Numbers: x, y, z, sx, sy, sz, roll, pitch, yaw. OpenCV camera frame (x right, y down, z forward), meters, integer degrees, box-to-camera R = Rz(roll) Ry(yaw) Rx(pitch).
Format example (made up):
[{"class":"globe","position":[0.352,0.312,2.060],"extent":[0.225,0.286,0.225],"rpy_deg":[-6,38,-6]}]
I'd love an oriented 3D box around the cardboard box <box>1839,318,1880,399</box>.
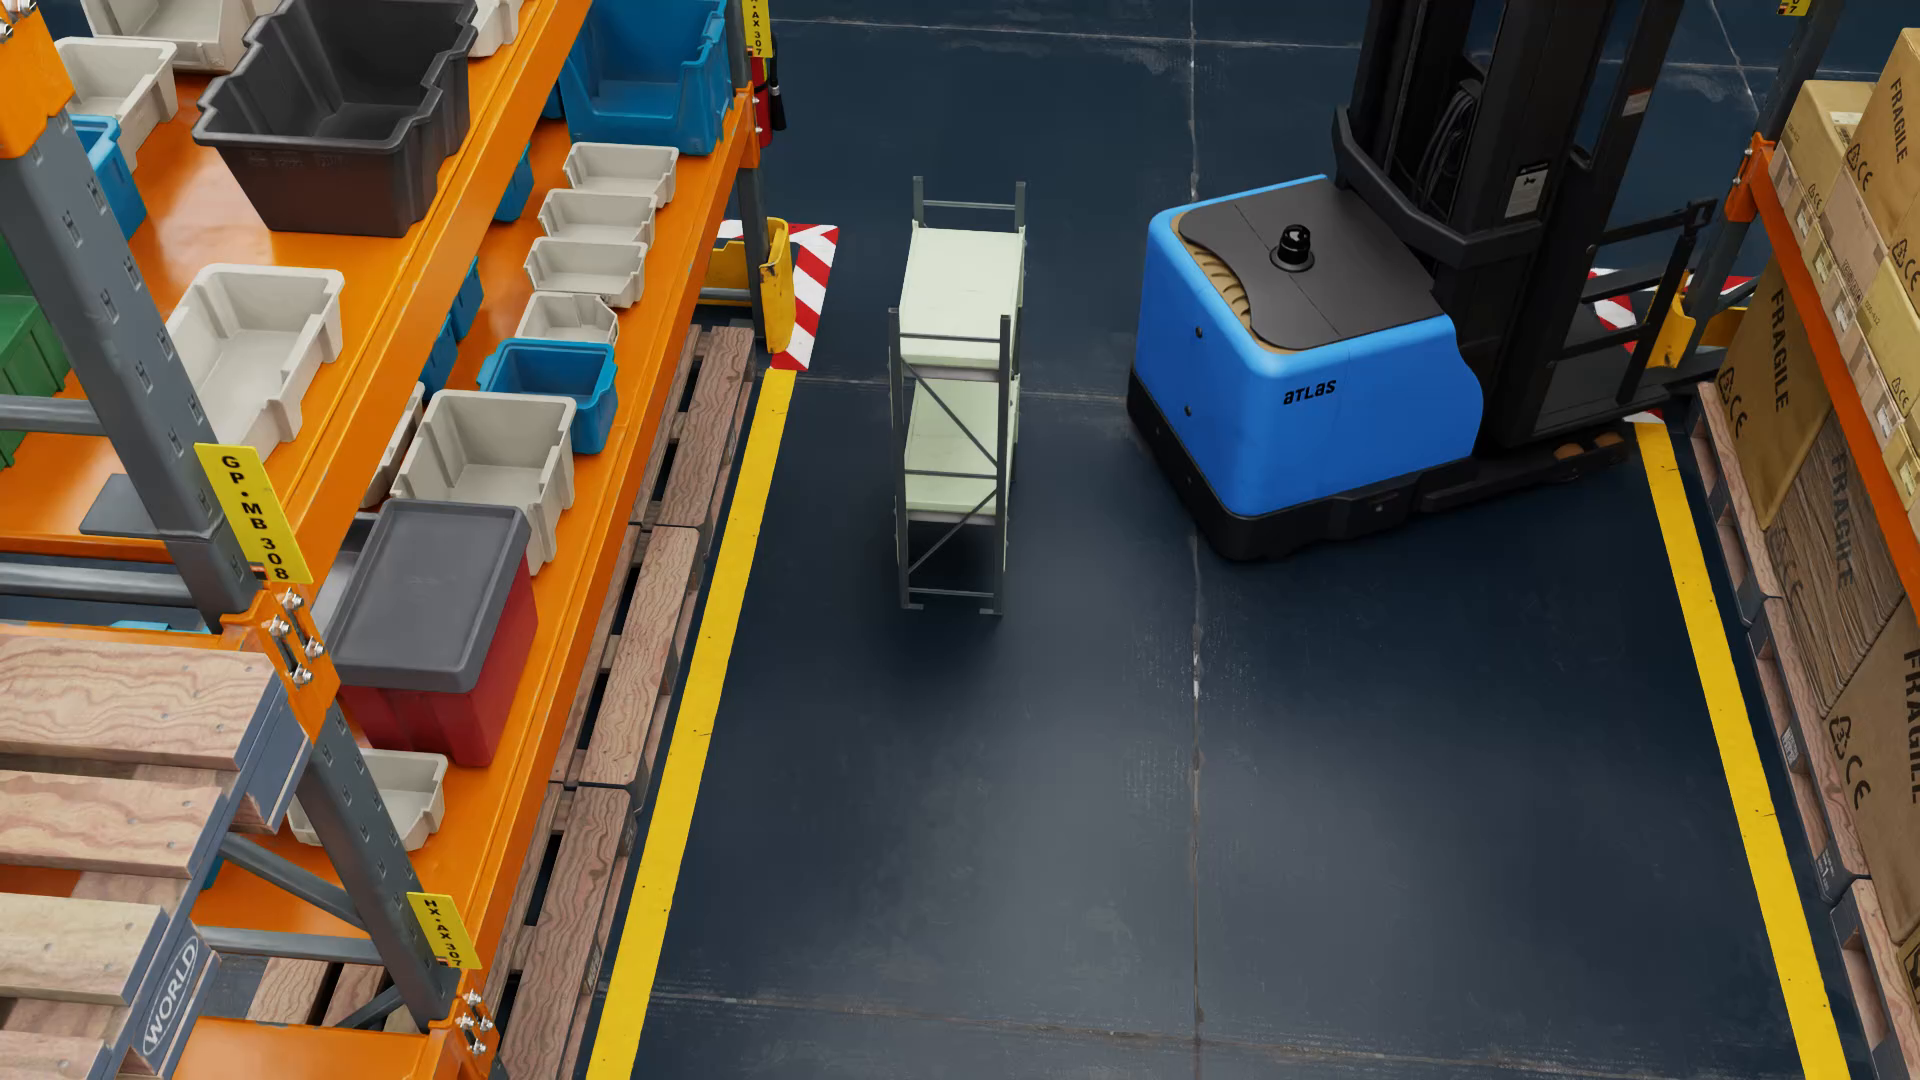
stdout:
[{"class":"cardboard box","position":[3.136,-0.589,5.452],"extent":[0.380,0.149,0.250],"rpy_deg":[3,48,3]}]

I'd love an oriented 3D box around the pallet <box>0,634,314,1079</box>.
[{"class":"pallet","position":[-1.682,0.572,2.315],"extent":[1.213,0.211,1.003],"rpy_deg":[4,48,4]}]

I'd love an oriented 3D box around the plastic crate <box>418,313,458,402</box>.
[{"class":"plastic crate","position":[-1.841,-0.617,5.381],"extent":[0.416,0.233,0.300],"rpy_deg":[4,48,4]}]

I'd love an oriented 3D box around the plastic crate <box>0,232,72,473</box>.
[{"class":"plastic crate","position":[-1.970,-0.334,3.160],"extent":[0.450,0.188,0.662],"rpy_deg":[4,48,4]}]

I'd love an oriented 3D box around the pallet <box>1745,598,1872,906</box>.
[{"class":"pallet","position":[3.480,0.760,5.938],"extent":[1.003,0.211,1.213],"rpy_deg":[4,48,4]}]

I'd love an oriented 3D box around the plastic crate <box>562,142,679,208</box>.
[{"class":"plastic crate","position":[-1.237,-1.321,6.089],"extent":[0.396,0.136,0.243],"rpy_deg":[4,48,4]}]

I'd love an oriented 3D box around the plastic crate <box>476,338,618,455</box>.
[{"class":"plastic crate","position":[-1.275,-0.438,5.217],"extent":[0.416,0.233,0.300],"rpy_deg":[4,48,4]}]

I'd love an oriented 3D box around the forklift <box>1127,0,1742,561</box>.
[{"class":"forklift","position":[2.294,-1.587,6.241],"extent":[3.031,2.935,1.130],"rpy_deg":[-15,49,-14]}]

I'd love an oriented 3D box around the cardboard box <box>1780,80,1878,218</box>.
[{"class":"cardboard box","position":[3.276,-1.383,5.908],"extent":[0.500,0.250,0.500],"rpy_deg":[3,48,2]}]

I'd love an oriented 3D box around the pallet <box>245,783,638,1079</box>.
[{"class":"pallet","position":[-1.679,1.336,5.411],"extent":[1.003,0.211,1.213],"rpy_deg":[4,48,4]}]

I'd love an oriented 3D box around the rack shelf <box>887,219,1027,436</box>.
[{"class":"rack shelf","position":[-0.001,-0.765,5.930],"extent":[0.431,0.370,0.720],"rpy_deg":[4,48,4]}]

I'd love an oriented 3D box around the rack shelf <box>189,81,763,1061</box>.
[{"class":"rack shelf","position":[-1.526,-0.289,5.495],"extent":[1.077,0.370,4.000],"rpy_deg":[4,48,4]}]

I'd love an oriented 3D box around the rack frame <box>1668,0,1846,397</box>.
[{"class":"rack frame","position":[3.589,-1.668,6.269],"extent":[1.000,3.000,0.127],"rpy_deg":[4,48,4]}]

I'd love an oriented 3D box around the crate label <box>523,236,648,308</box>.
[{"class":"crate label","position":[-1.279,-0.903,5.707],"extent":[0.396,0.136,0.243],"rpy_deg":[4,48,4]}]

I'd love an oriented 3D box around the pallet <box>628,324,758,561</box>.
[{"class":"pallet","position":[-1.457,-0.457,7.050],"extent":[1.003,0.211,1.213],"rpy_deg":[4,48,4]}]

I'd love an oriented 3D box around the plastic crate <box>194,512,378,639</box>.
[{"class":"plastic crate","position":[-1.873,0.170,4.733],"extent":[0.437,0.125,0.590],"rpy_deg":[4,48,4]}]

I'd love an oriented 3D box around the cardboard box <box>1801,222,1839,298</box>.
[{"class":"cardboard box","position":[3.183,-0.968,5.799],"extent":[0.380,0.149,0.250],"rpy_deg":[3,48,3]}]

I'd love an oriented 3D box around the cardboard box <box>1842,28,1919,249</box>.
[{"class":"cardboard box","position":[3.231,-1.269,5.296],"extent":[0.500,0.500,0.500],"rpy_deg":[3,48,3]}]

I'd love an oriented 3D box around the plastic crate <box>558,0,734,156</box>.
[{"class":"plastic crate","position":[-1.188,-1.775,6.302],"extent":[0.616,0.435,0.499],"rpy_deg":[4,48,4]}]

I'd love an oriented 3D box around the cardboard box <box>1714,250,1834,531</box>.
[{"class":"cardboard box","position":[3.610,-0.617,6.463],"extent":[0.875,0.875,0.875],"rpy_deg":[4,48,4]}]

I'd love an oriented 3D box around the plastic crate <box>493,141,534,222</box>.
[{"class":"plastic crate","position":[-1.754,-1.322,6.025],"extent":[0.416,0.233,0.300],"rpy_deg":[4,48,4]}]

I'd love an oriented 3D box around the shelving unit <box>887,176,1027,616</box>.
[{"class":"shelving unit","position":[-0.001,-0.501,6.218],"extent":[0.431,1.500,0.755],"rpy_deg":[4,48,4]}]

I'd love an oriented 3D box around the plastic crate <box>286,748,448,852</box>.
[{"class":"plastic crate","position":[-1.523,0.675,4.264],"extent":[0.396,0.136,0.243],"rpy_deg":[4,48,4]}]

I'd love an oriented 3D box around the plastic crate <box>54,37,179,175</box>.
[{"class":"plastic crate","position":[-1.971,-0.945,3.754],"extent":[0.293,0.136,0.466],"rpy_deg":[4,48,4]}]

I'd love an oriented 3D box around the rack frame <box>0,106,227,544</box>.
[{"class":"rack frame","position":[-1.708,-1.086,1.671],"extent":[1.000,3.000,0.127],"rpy_deg":[4,48,4]}]

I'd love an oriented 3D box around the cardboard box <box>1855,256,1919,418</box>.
[{"class":"cardboard box","position":[3.186,-0.632,5.221],"extent":[0.500,0.250,0.500],"rpy_deg":[2,48,2]}]

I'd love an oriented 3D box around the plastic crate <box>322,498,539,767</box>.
[{"class":"plastic crate","position":[-1.377,0.257,4.424],"extent":[0.402,0.464,0.583],"rpy_deg":[4,48,4]}]

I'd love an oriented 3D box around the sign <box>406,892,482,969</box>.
[{"class":"sign","position":[-1.160,0.883,3.748],"extent":[0.100,0.325,0.005],"rpy_deg":[4,48,4]}]

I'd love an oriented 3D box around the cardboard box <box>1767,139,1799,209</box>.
[{"class":"cardboard box","position":[3.228,-1.345,6.143],"extent":[0.380,0.149,0.250],"rpy_deg":[4,48,4]}]

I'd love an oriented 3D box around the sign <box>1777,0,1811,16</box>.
[{"class":"sign","position":[3.037,-2.029,5.958],"extent":[0.100,0.325,0.005],"rpy_deg":[4,48,4]}]

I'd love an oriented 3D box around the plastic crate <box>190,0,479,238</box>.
[{"class":"plastic crate","position":[-1.322,-0.924,3.644],"extent":[0.497,0.269,0.590],"rpy_deg":[4,48,4]}]

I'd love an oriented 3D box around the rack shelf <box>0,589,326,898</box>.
[{"class":"rack shelf","position":[-1.890,1.638,1.699],"extent":[1.077,0.370,4.000],"rpy_deg":[4,48,4]}]

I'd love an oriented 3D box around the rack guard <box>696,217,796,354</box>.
[{"class":"rack guard","position":[-1.354,-1.176,7.513],"extent":[1.175,0.500,0.348],"rpy_deg":[4,48,4]}]

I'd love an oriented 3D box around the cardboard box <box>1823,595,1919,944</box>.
[{"class":"cardboard box","position":[3.446,0.706,5.253],"extent":[0.875,0.875,0.875],"rpy_deg":[4,48,4]}]

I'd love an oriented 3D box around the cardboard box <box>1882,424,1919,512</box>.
[{"class":"cardboard box","position":[3.089,-0.214,5.109],"extent":[0.380,0.149,0.250],"rpy_deg":[3,48,3]}]

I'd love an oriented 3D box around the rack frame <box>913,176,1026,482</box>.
[{"class":"rack frame","position":[0.033,-0.770,6.464],"extent":[0.400,1.500,0.023],"rpy_deg":[4,48,4]}]

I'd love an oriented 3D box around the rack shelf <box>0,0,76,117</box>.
[{"class":"rack shelf","position":[-1.526,-2.178,3.429],"extent":[1.077,0.370,4.000],"rpy_deg":[4,48,4]}]
